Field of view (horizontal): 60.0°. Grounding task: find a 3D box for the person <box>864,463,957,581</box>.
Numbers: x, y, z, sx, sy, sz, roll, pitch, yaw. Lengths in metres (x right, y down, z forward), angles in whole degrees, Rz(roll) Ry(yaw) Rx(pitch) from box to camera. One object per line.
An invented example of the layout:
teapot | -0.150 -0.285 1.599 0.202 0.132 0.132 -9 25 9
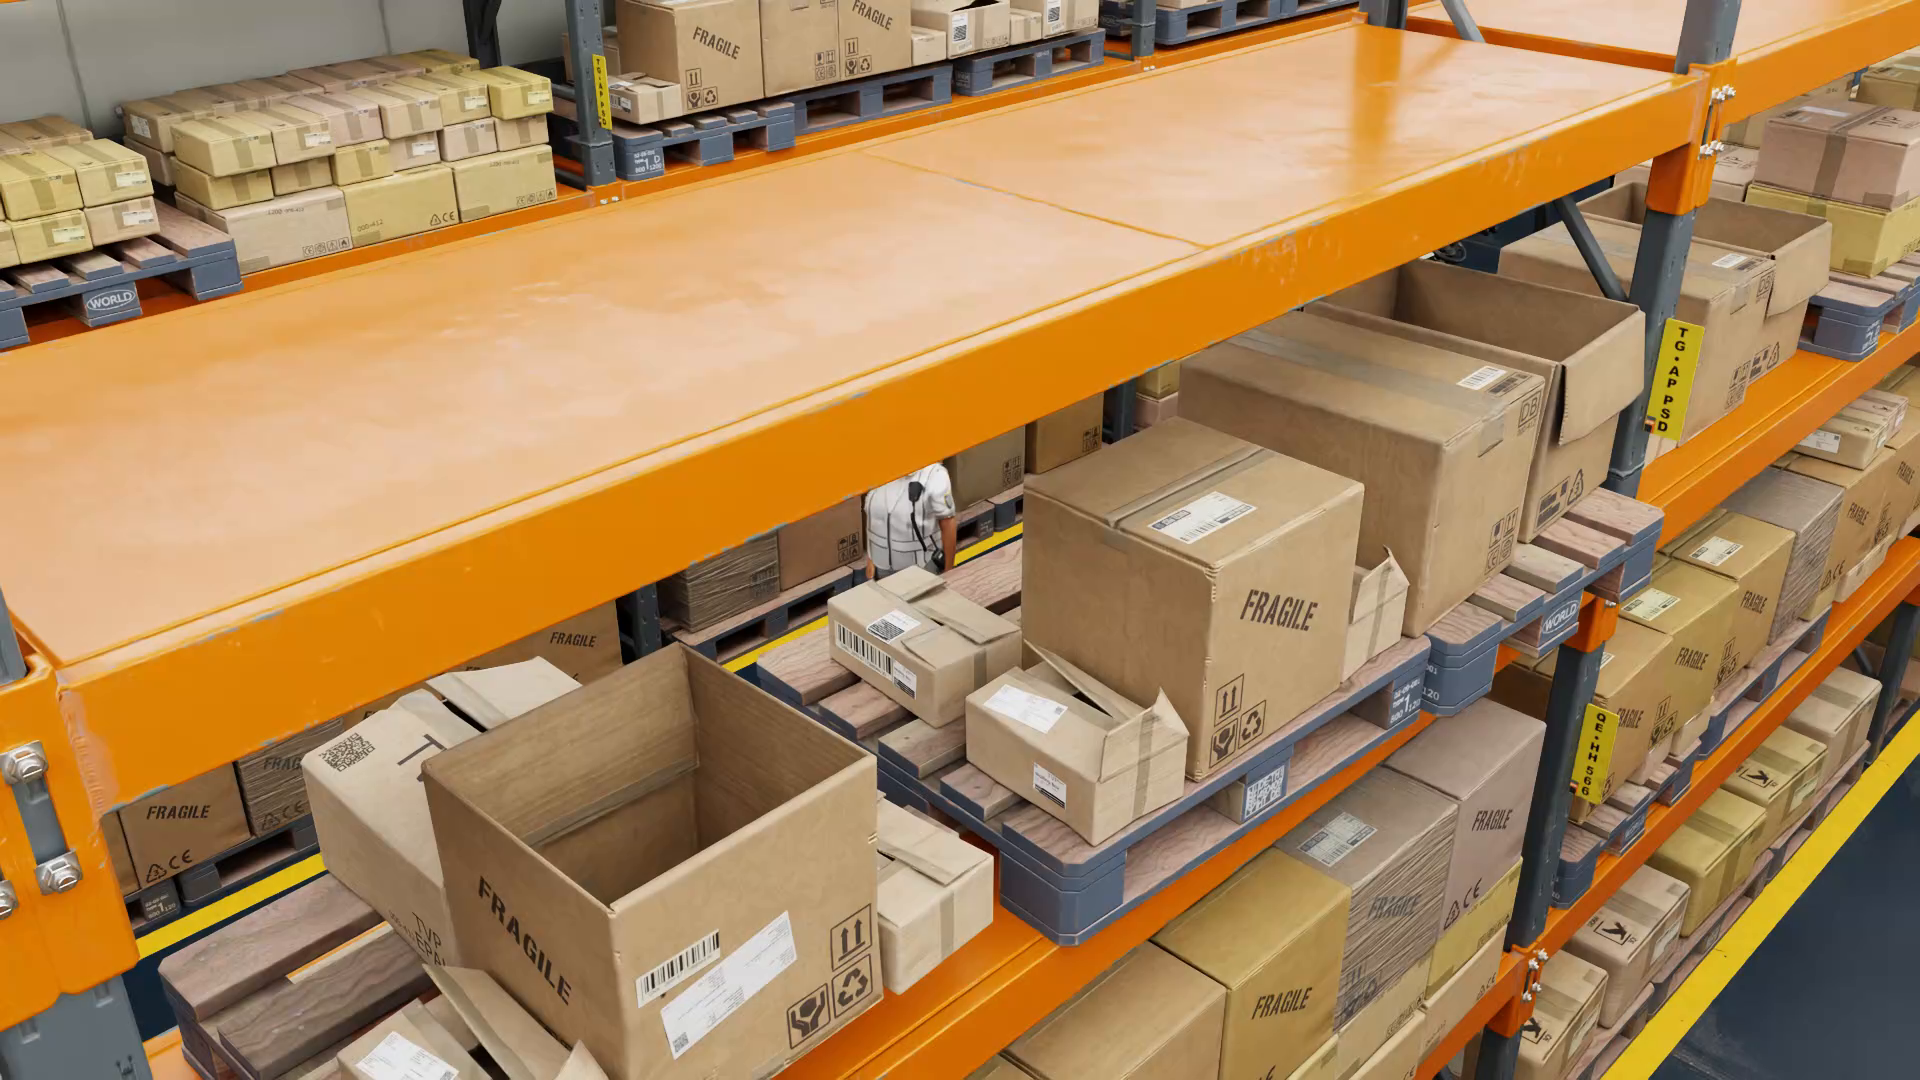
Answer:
person | -0.281 0.150 8.620 0.497 1.689 0.498 14 31 25
